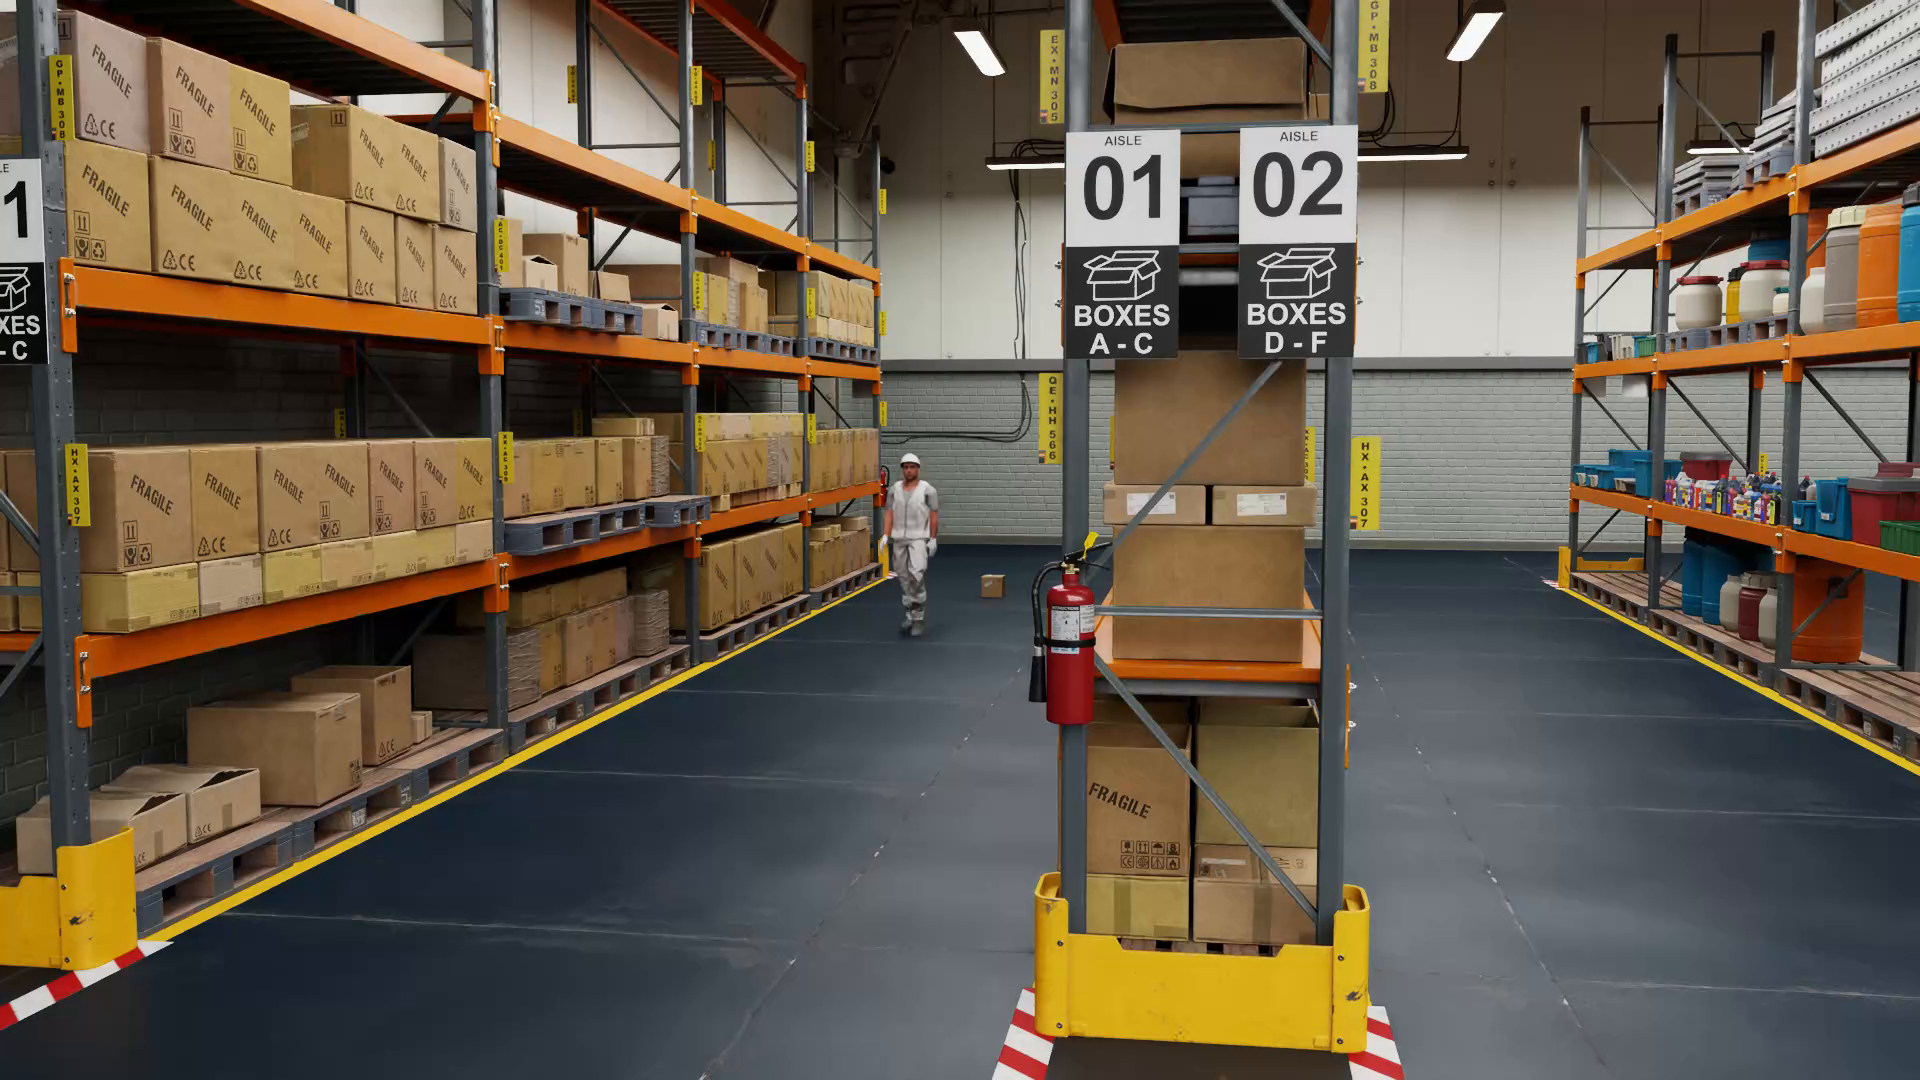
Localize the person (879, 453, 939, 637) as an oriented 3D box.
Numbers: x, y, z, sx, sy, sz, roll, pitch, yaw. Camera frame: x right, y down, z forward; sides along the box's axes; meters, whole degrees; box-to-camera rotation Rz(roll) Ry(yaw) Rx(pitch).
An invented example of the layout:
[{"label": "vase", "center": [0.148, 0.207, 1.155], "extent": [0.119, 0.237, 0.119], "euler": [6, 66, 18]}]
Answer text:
[{"label": "person", "center": [-0.518, 0.049, 16.703], "extent": [0.537, 1.838, 0.502], "euler": [2, 5, 19]}]
